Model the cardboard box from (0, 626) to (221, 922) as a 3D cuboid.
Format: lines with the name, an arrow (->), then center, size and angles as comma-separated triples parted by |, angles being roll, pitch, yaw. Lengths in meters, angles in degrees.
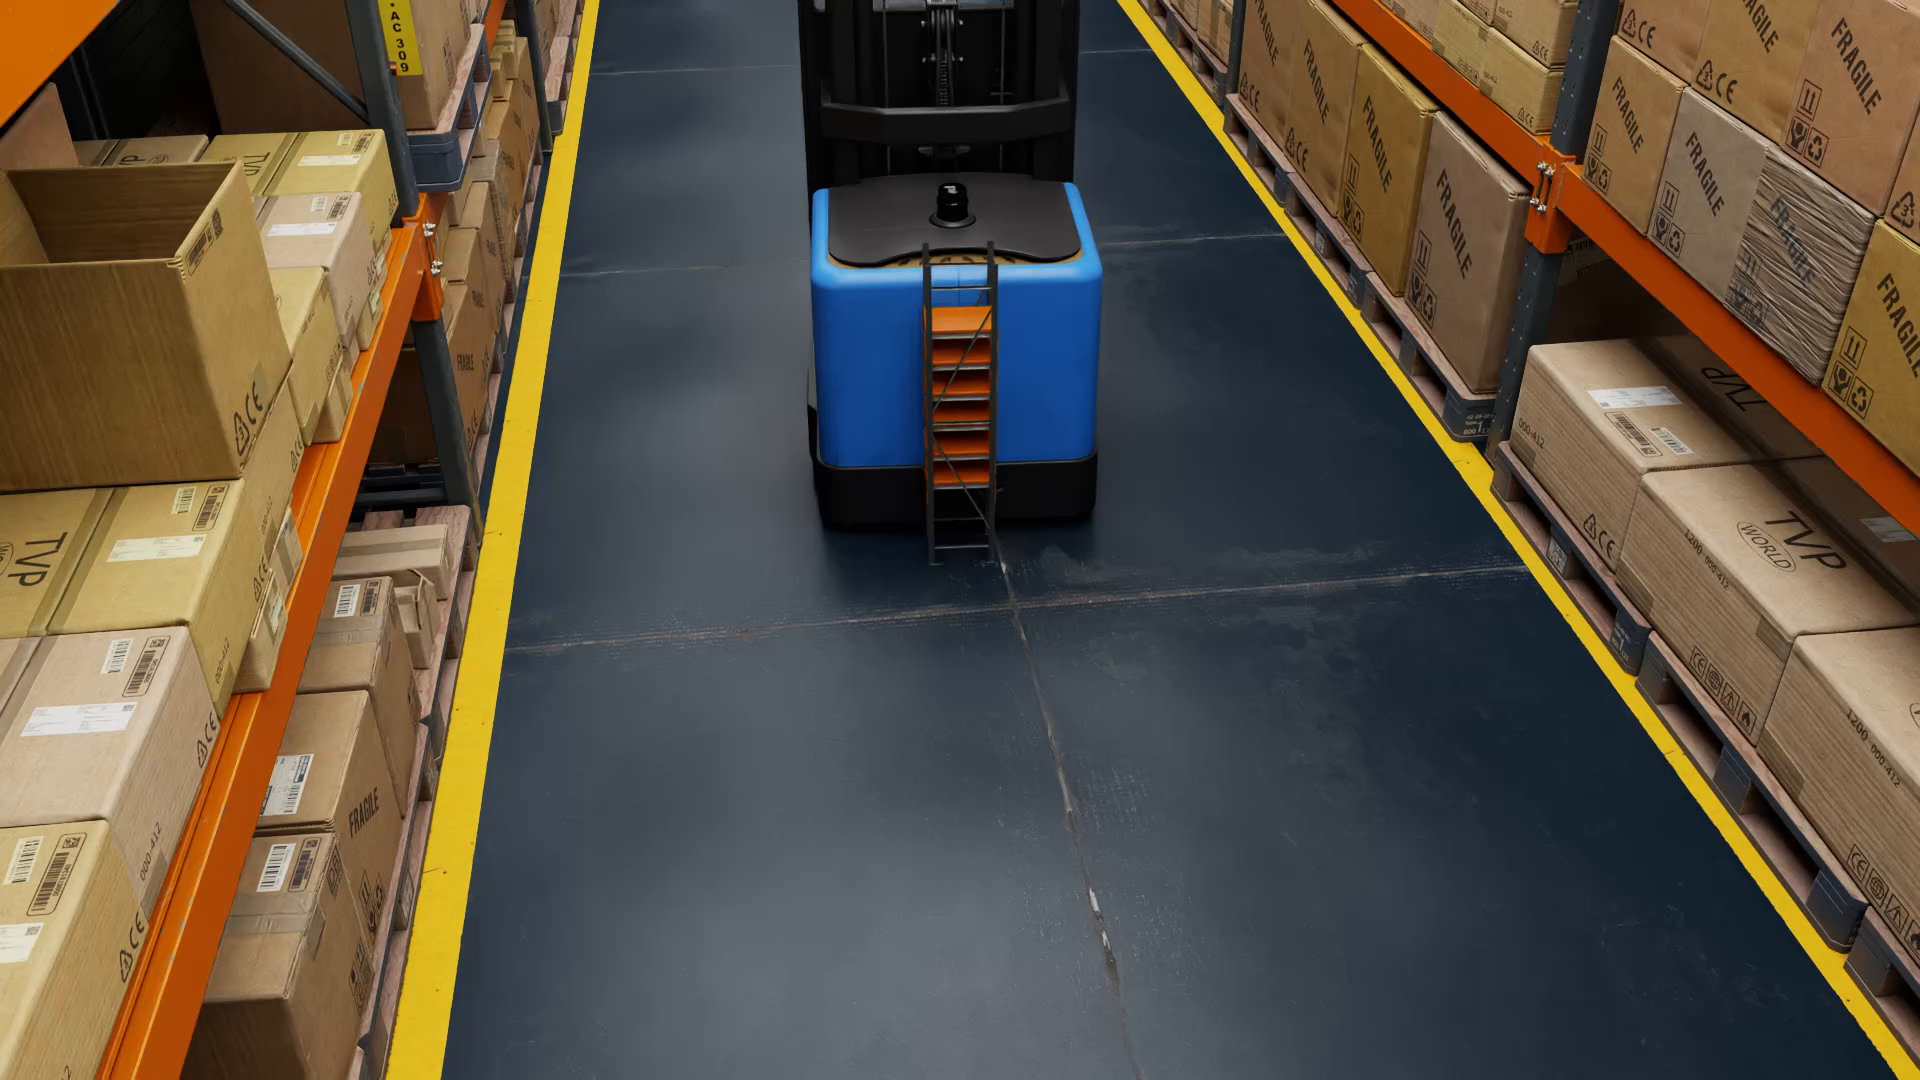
cardboard box -> -1.615, 0.412, 2.851 | 0.500, 0.250, 0.500 | -4, 34, -6

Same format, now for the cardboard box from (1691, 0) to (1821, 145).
cardboard box -> 2.513, -1.470, 4.767 | 0.500, 0.500, 0.500 | -5, 35, -7

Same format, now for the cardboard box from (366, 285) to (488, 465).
cardboard box -> -2.133, -0.632, 6.360 | 0.500, 0.500, 0.500 | -3, 34, -4

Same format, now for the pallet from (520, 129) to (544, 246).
pallet -> -2.766, -1.865, 8.799 | 1.003, 0.211, 1.213 | -4, 35, -6

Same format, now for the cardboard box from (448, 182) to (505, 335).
cardboard box -> -2.277, -1.207, 7.204 | 0.500, 0.500, 0.500 | -5, 35, -8

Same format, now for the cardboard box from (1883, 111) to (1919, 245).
cardboard box -> 2.636, -0.902, 3.933 | 0.500, 0.500, 0.500 | -5, 35, -7

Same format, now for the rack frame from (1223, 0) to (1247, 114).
rack frame -> 2.089, -3.814, 9.184 | 1.000, 3.000, 0.127 | -4, 35, -6

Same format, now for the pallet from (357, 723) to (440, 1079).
pallet -> -2.032, 1.014, 4.575 | 1.003, 0.211, 1.213 | -4, 35, -6

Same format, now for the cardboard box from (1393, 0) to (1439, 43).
cardboard box -> 2.201, -2.319, 7.122 | 0.500, 0.250, 0.500 | -5, 35, -8

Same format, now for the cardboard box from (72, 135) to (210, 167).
cardboard box -> -2.492, -0.968, 4.876 | 0.500, 0.250, 0.500 | -5, 35, -7

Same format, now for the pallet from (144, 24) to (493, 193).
pallet -> -2.290, -1.579, 6.074 | 1.003, 0.211, 1.213 | -4, 35, -6

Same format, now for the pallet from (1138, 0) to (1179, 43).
pallet -> 1.825, -3.778, 11.606 | 1.003, 0.211, 1.213 | -4, 35, -6

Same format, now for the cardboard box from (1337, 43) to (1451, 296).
cardboard box -> 2.335, -1.721, 7.626 | 0.875, 0.875, 0.875 | -3, 34, -5

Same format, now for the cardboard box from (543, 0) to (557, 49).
cardboard box -> -2.995, -3.342, 10.226 | 0.875, 0.625, 0.625 | -3, 34, -5

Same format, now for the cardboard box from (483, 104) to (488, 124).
cardboard box -> -2.428, -1.998, 7.790 | 0.380, 0.149, 0.250 | -5, 35, -7

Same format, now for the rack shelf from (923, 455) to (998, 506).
rack shelf -> 0.000, -0.221, 6.013 | 0.258, 0.103, 0.180 | -2, 34, -3

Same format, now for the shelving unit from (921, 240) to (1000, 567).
shelving unit -> 0.000, -0.456, 5.853 | 0.258, 1.200, 0.189 | -2, 34, -3

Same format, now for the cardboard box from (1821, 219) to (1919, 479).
cardboard box -> 2.624, -0.495, 4.224 | 0.500, 0.500, 0.500 | -3, 34, -5

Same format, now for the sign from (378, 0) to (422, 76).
sign -> -1.754, -1.607, 5.176 | 0.100, 0.325, 0.005 | -4, 35, -6

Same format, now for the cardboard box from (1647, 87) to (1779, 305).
cardboard box -> 2.494, -1.061, 5.054 | 0.500, 0.500, 0.500 | -4, 34, -6

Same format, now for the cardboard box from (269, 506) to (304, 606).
cardboard box -> -1.705, 0.059, 3.722 | 0.380, 0.149, 0.250 | -4, 34, -5

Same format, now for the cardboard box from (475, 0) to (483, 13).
cardboard box -> -2.310, -2.433, 6.695 | 0.700, 0.500, 0.500 | -5, 35, -7

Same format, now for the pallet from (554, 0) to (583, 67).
pallet -> -3.062, -3.426, 11.089 | 1.003, 0.211, 1.213 | -4, 35, -6

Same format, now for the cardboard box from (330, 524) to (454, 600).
cardboard box -> -1.925, 0.089, 5.614 | 0.380, 0.149, 0.250 | -5, 35, -8

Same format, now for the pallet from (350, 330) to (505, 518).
pallet -> -2.438, -0.503, 6.801 | 1.003, 0.211, 1.213 | -4, 35, -6

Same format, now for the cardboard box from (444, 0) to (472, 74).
cardboard box -> -2.204, -1.995, 6.052 | 0.700, 0.500, 0.500 | -4, 34, -6

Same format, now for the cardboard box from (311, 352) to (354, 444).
cardboard box -> -1.812, -0.366, 4.346 | 0.380, 0.149, 0.250 | -5, 35, -7

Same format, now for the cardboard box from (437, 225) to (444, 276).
cardboard box -> -2.235, -1.124, 6.507 | 0.380, 0.149, 0.250 | -6, 35, -9

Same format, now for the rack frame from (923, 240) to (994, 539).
rack frame -> -0.006, -0.507, 5.929 | 0.240, 1.200, 0.006 | -2, 34, -3

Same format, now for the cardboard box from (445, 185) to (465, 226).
cardboard box -> -2.282, -1.418, 6.939 | 0.380, 0.149, 0.250 | -4, 35, -6

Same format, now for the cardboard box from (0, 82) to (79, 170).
cardboard box -> -2.354, -0.724, 3.852 | 0.500, 0.500, 0.500 | -5, 35, -8

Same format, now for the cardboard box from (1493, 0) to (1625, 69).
cardboard box -> 2.327, -1.954, 6.144 | 0.500, 0.250, 0.500 | -4, 35, -6

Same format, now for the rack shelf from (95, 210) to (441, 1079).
rack shelf -> -2.022, 0.209, 3.918 | 1.077, 0.370, 4.000 | -4, 35, -6

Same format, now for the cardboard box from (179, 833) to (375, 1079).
cardboard box -> -1.818, 1.059, 3.879 | 0.700, 0.500, 0.500 | -3, 34, -4

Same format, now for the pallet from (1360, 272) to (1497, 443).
pallet -> 2.449, -0.855, 7.317 | 1.003, 0.211, 1.213 | -4, 35, -6

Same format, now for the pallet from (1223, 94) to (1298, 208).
pallet -> 2.121, -2.216, 9.315 | 1.003, 0.211, 1.213 | -4, 35, -6

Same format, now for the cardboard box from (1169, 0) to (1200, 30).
cardboard box -> 1.916, -3.629, 10.872 | 0.950, 0.372, 0.625 | -5, 35, -7

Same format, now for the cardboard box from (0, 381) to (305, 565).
cardboard box -> -1.776, -0.154, 3.682 | 0.500, 0.250, 0.500 | -5, 35, -8

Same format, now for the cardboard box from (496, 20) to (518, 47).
cardboard box -> -2.512, -2.589, 8.656 | 0.380, 0.149, 0.250 | -6, 35, -9

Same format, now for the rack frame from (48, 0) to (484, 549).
rack frame -> -2.291, -1.204, 5.353 | 1.000, 3.000, 0.127 | -4, 35, -6

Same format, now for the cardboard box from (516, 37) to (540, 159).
cardboard box -> -2.559, -2.357, 8.892 | 0.500, 0.500, 0.500 | -3, 34, -5

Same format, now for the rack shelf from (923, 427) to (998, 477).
rack shelf -> 0.000, -0.320, 5.946 | 0.258, 0.103, 0.180 | -2, 34, -3

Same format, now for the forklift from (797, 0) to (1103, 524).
forklift -> -0.097, -2.077, 6.696 | 1.130, 2.935, 3.031 | -2, 34, -3

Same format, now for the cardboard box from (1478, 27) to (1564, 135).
cardboard box -> 2.317, -1.751, 6.290 | 0.500, 0.250, 0.500 | -5, 35, -8

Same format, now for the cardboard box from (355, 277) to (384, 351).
cardboard box -> -1.882, -0.655, 4.770 | 0.380, 0.149, 0.250 | -4, 34, -5

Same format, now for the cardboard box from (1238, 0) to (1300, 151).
cardboard box -> 2.100, -2.718, 9.089 | 0.875, 0.875, 0.875 | -5, 35, -7

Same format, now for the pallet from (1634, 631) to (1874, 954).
pallet -> 2.819, 0.683, 5.061 | 1.003, 0.211, 1.213 | -4, 35, -6

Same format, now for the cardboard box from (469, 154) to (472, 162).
cardboard box -> -2.378, -1.706, 7.360 | 0.380, 0.149, 0.250 | -4, 35, -6

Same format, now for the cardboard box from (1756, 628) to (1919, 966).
cardboard box -> 2.846, 0.664, 4.514 | 0.875, 0.438, 0.875 | -3, 34, -5

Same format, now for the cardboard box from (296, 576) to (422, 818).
cardboard box -> -1.957, 0.480, 4.729 | 0.700, 0.500, 0.500 | -6, 35, -8

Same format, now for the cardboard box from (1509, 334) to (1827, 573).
cardboard box -> 2.605, -0.339, 5.985 | 0.875, 0.438, 0.875 | -5, 35, -7

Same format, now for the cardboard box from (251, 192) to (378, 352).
cardboard box -> -1.899, -0.721, 4.513 | 0.500, 0.250, 0.500 | -4, 35, -6

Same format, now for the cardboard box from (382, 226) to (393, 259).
cardboard box -> -1.998, -0.942, 5.191 | 0.380, 0.149, 0.250 | -4, 34, -6

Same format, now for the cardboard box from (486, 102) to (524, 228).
cardboard box -> -2.429, -1.785, 8.053 | 0.500, 0.500, 0.500 | -3, 34, -4

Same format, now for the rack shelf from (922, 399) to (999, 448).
rack shelf -> 0.000, -0.419, 5.878 | 0.258, 0.103, 0.180 | -2, 34, -3

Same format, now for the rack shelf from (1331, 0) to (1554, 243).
rack shelf -> 2.358, -2.401, 7.748 | 1.077, 0.370, 4.000 | -4, 35, -6

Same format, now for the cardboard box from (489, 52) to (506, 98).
cardboard box -> -2.452, -2.288, 8.215 | 0.380, 0.149, 0.250 | -5, 35, -8
